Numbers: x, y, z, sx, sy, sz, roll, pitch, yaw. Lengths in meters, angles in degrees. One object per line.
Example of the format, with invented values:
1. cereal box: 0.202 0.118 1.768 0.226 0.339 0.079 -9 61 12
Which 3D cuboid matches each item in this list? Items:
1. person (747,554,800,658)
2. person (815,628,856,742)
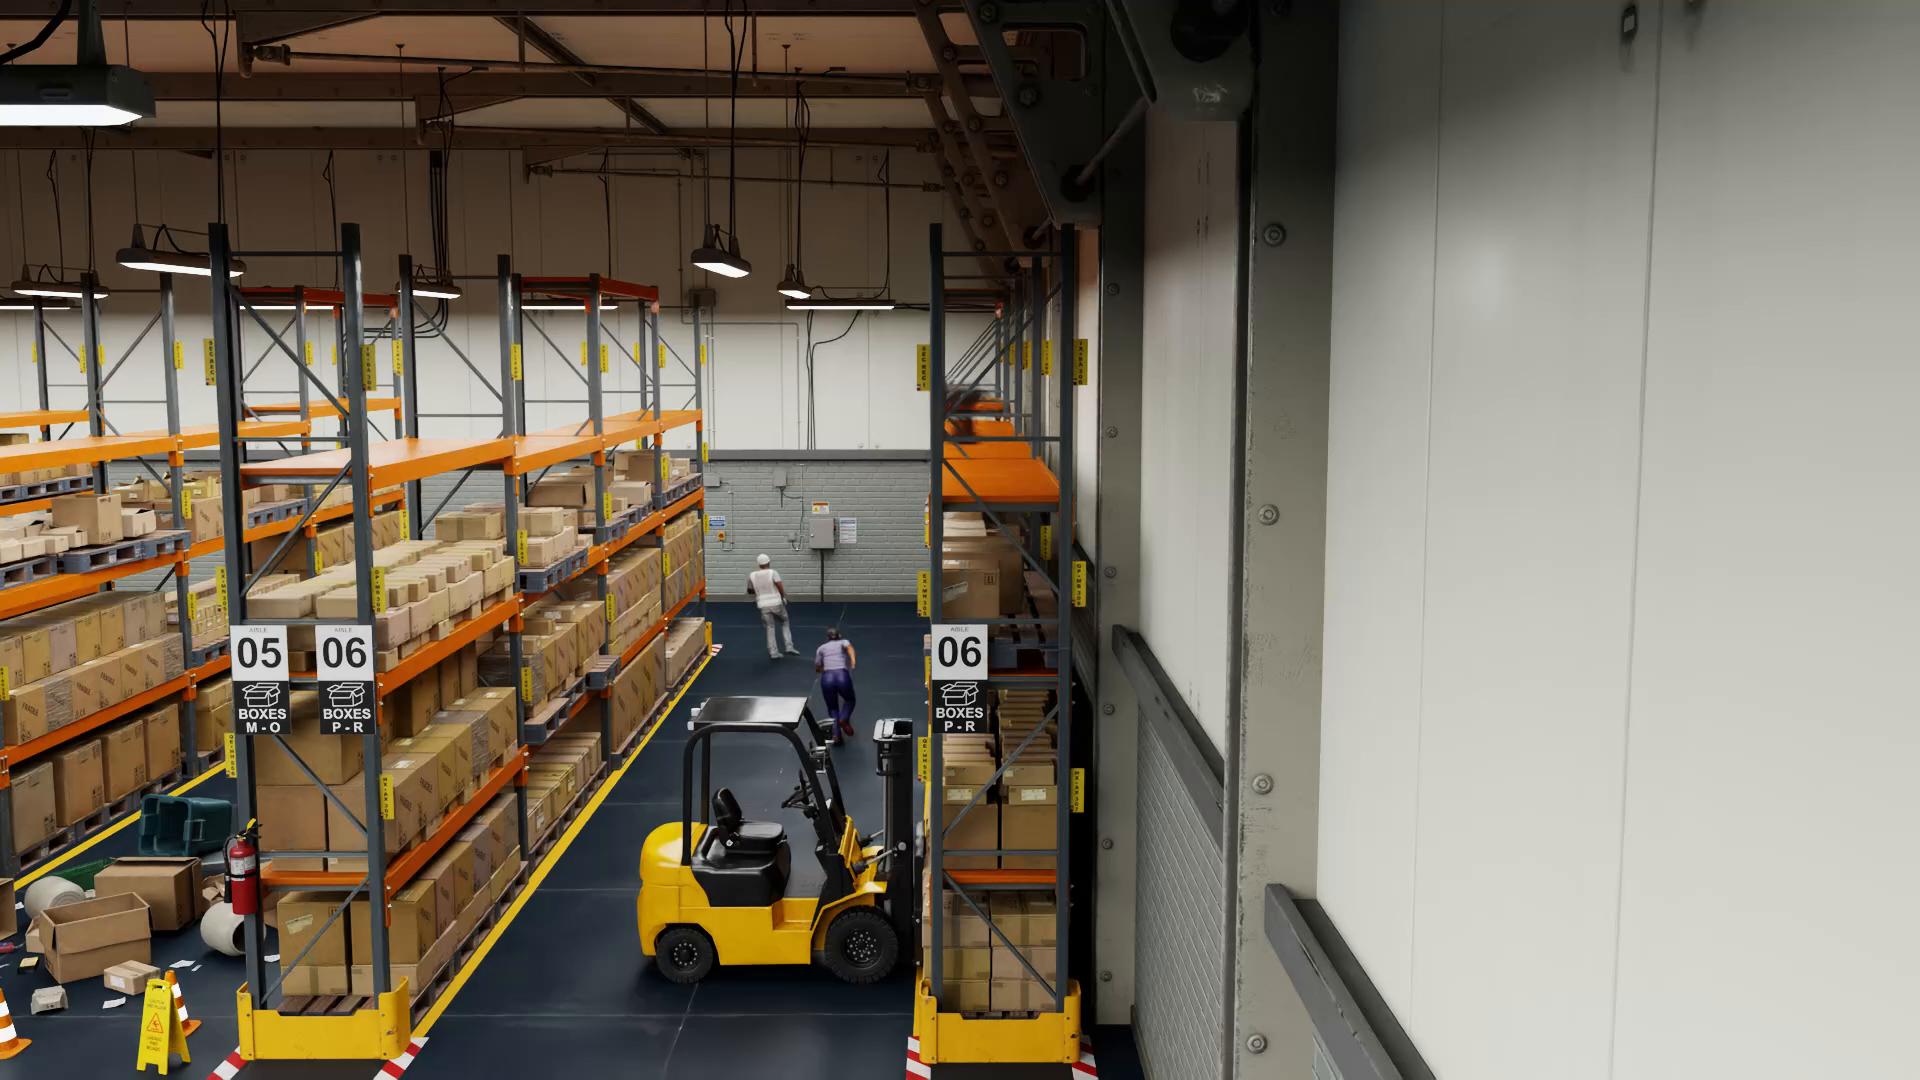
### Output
1. person: -3.124 1.104 27.417 0.840 1.727 0.745 1 7 5
2. person: -1.631 1.910 21.977 0.619 1.393 0.952 0 7 4
